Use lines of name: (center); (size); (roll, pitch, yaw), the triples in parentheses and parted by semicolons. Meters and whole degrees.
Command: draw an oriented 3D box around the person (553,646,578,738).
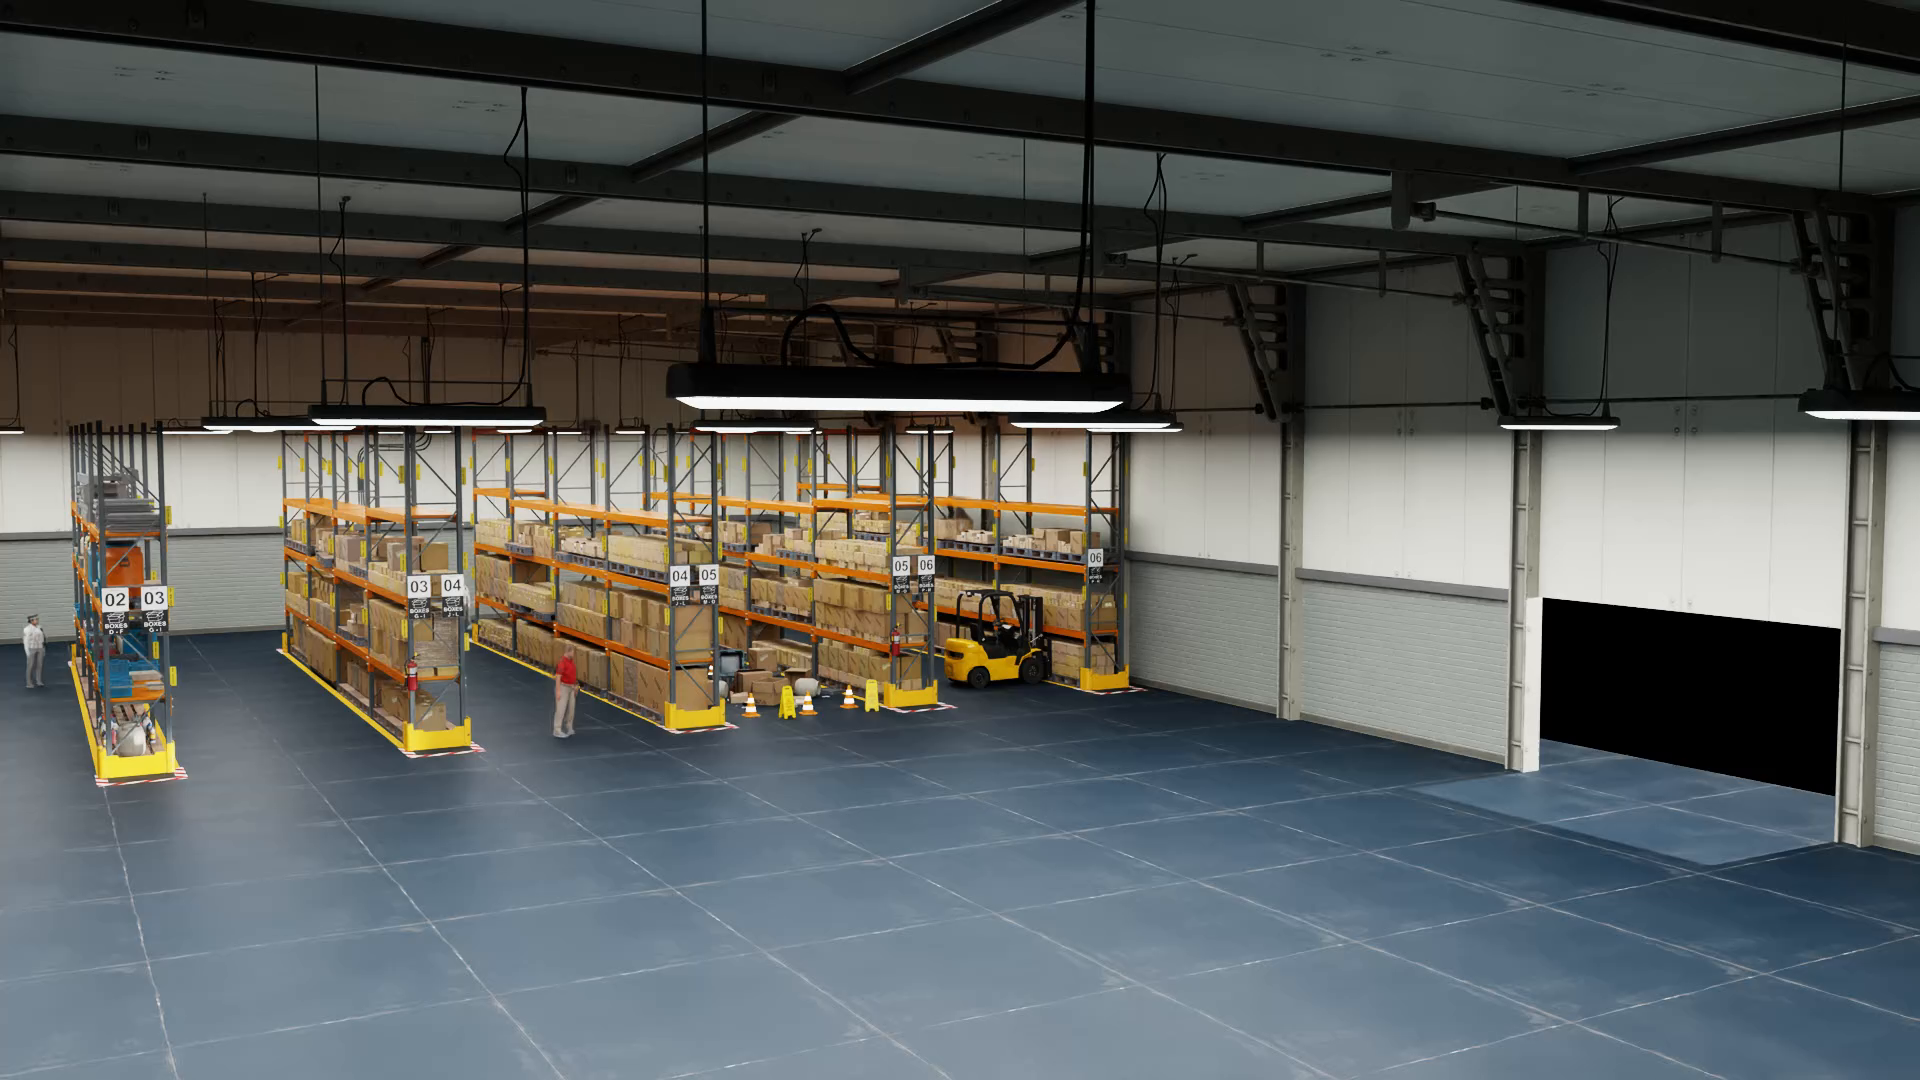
person: (-7.574, 2.892, 31.914); (0.379, 1.739, 0.618); (1, 4, 15)

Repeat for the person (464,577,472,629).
person: (-14.580, 1.892, 48.669); (0.553, 1.637, 0.955); (0, 4, -2)

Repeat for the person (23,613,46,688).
person: (-21.254, 2.544, 38.241); (0.409, 1.720, 0.513); (2, 4, 34)

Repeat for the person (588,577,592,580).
person: (-10.364, 1.944, 46.940); (0.606, 1.773, 0.402); (2, 4, 35)
